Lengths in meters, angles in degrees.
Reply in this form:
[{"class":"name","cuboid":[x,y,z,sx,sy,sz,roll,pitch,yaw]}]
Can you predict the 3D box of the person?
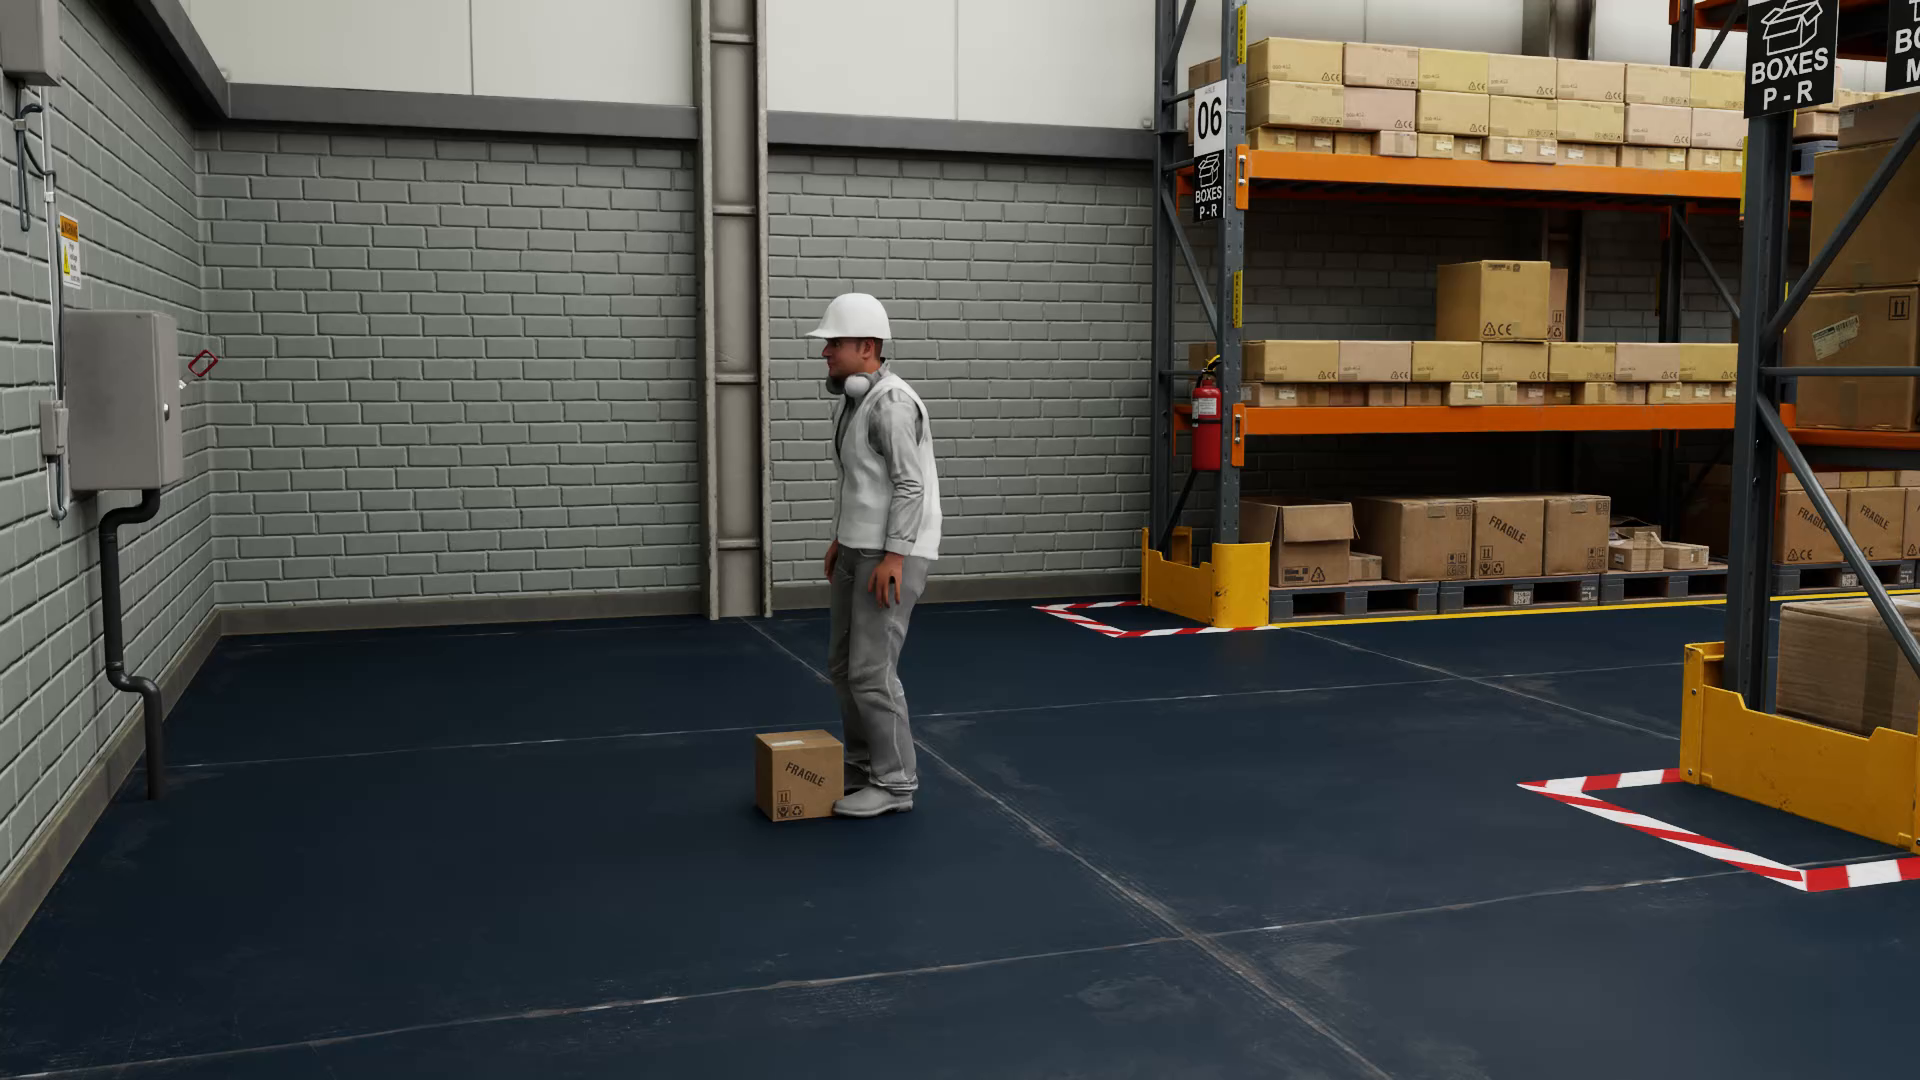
[{"class":"person","cuboid":[-0.308,0.045,5.744,0.462,1.769,0.594,-2,6,-22]}]
